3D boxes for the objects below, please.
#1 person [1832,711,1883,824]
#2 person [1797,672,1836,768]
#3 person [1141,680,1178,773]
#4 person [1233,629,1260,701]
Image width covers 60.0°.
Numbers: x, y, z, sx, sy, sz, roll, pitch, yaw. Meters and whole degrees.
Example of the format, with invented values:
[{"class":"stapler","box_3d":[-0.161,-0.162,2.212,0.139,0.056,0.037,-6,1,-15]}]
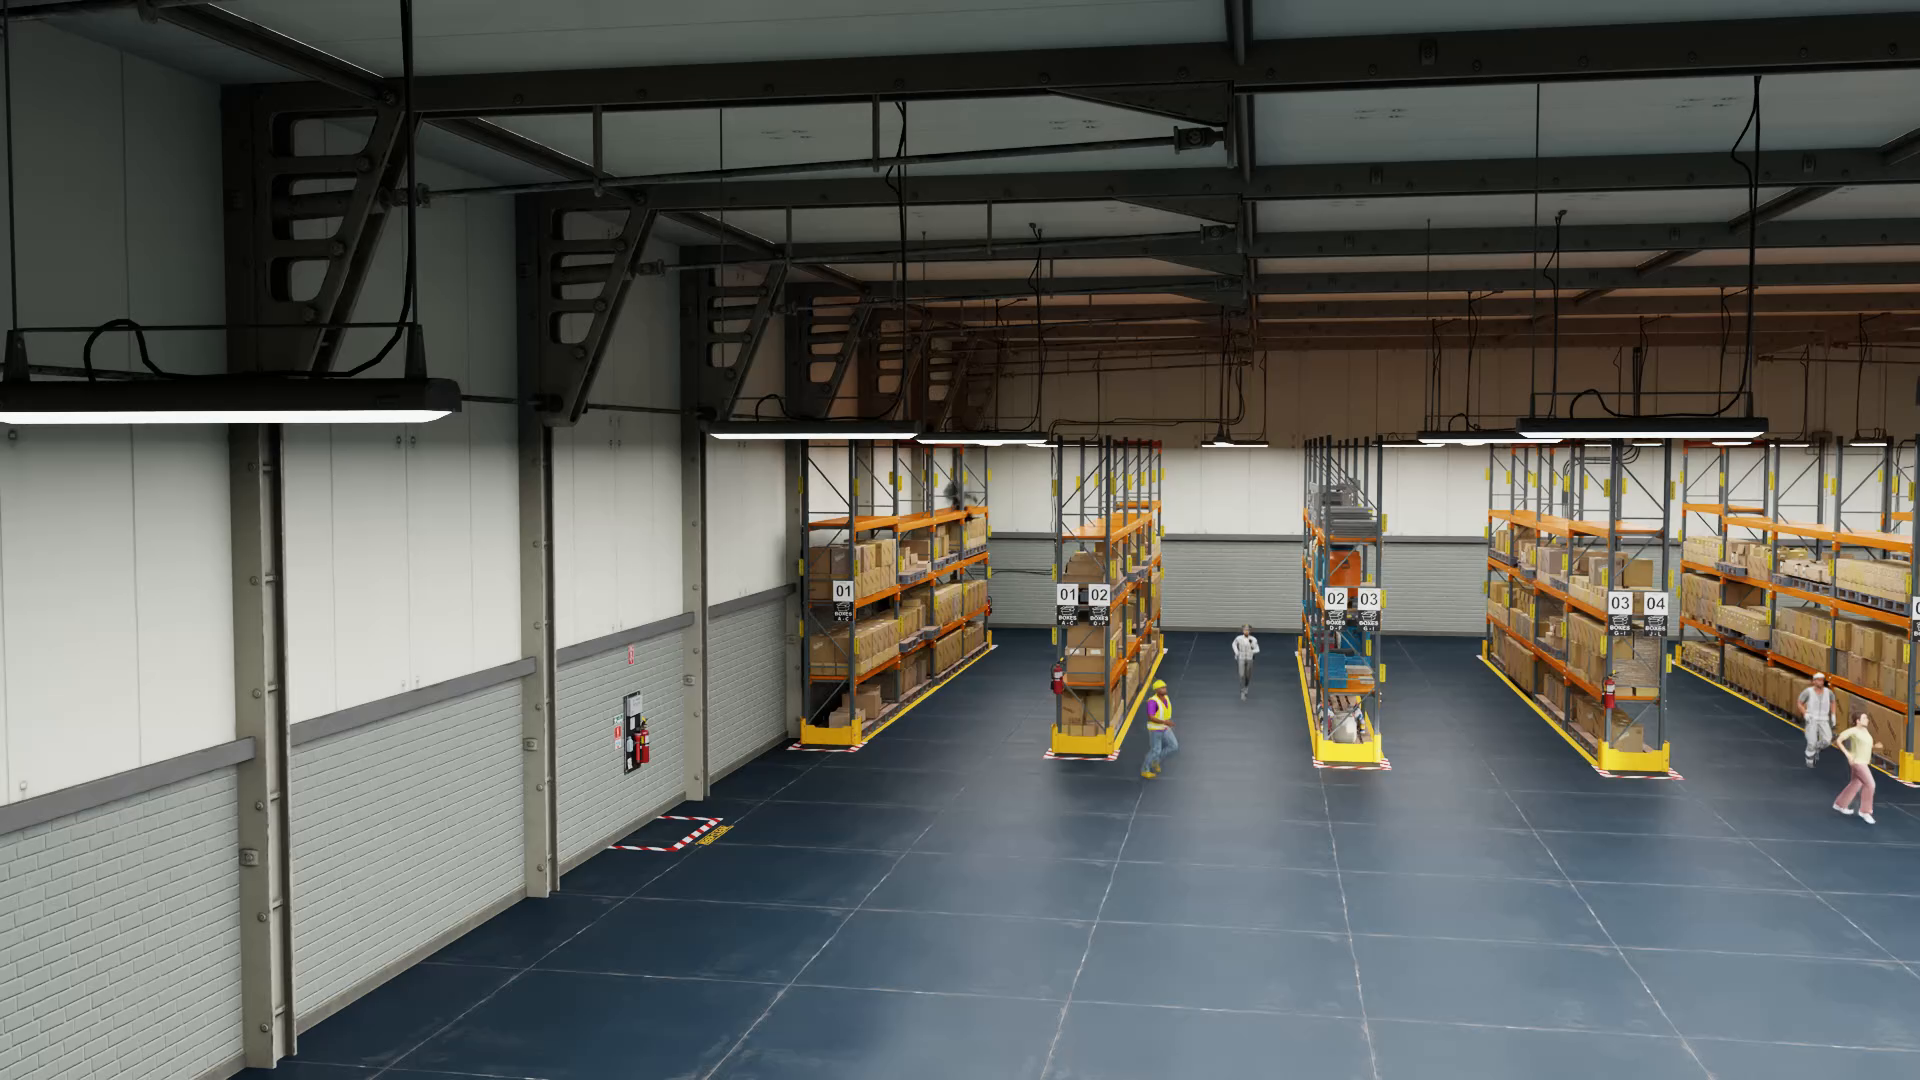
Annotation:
[{"class":"person","box_3d":[13.906,3.510,25.766,0.560,1.704,0.711,-3,4,-40]},{"class":"person","box_3d":[15.409,3.238,29.865,0.685,1.726,0.556,0,3,8]},{"class":"person","box_3d":[3.504,3.252,28.946,0.743,1.650,0.723,3,4,43]},{"class":"person","box_3d":[6.603,2.813,38.392,0.611,1.682,0.907,0,3,8]}]
